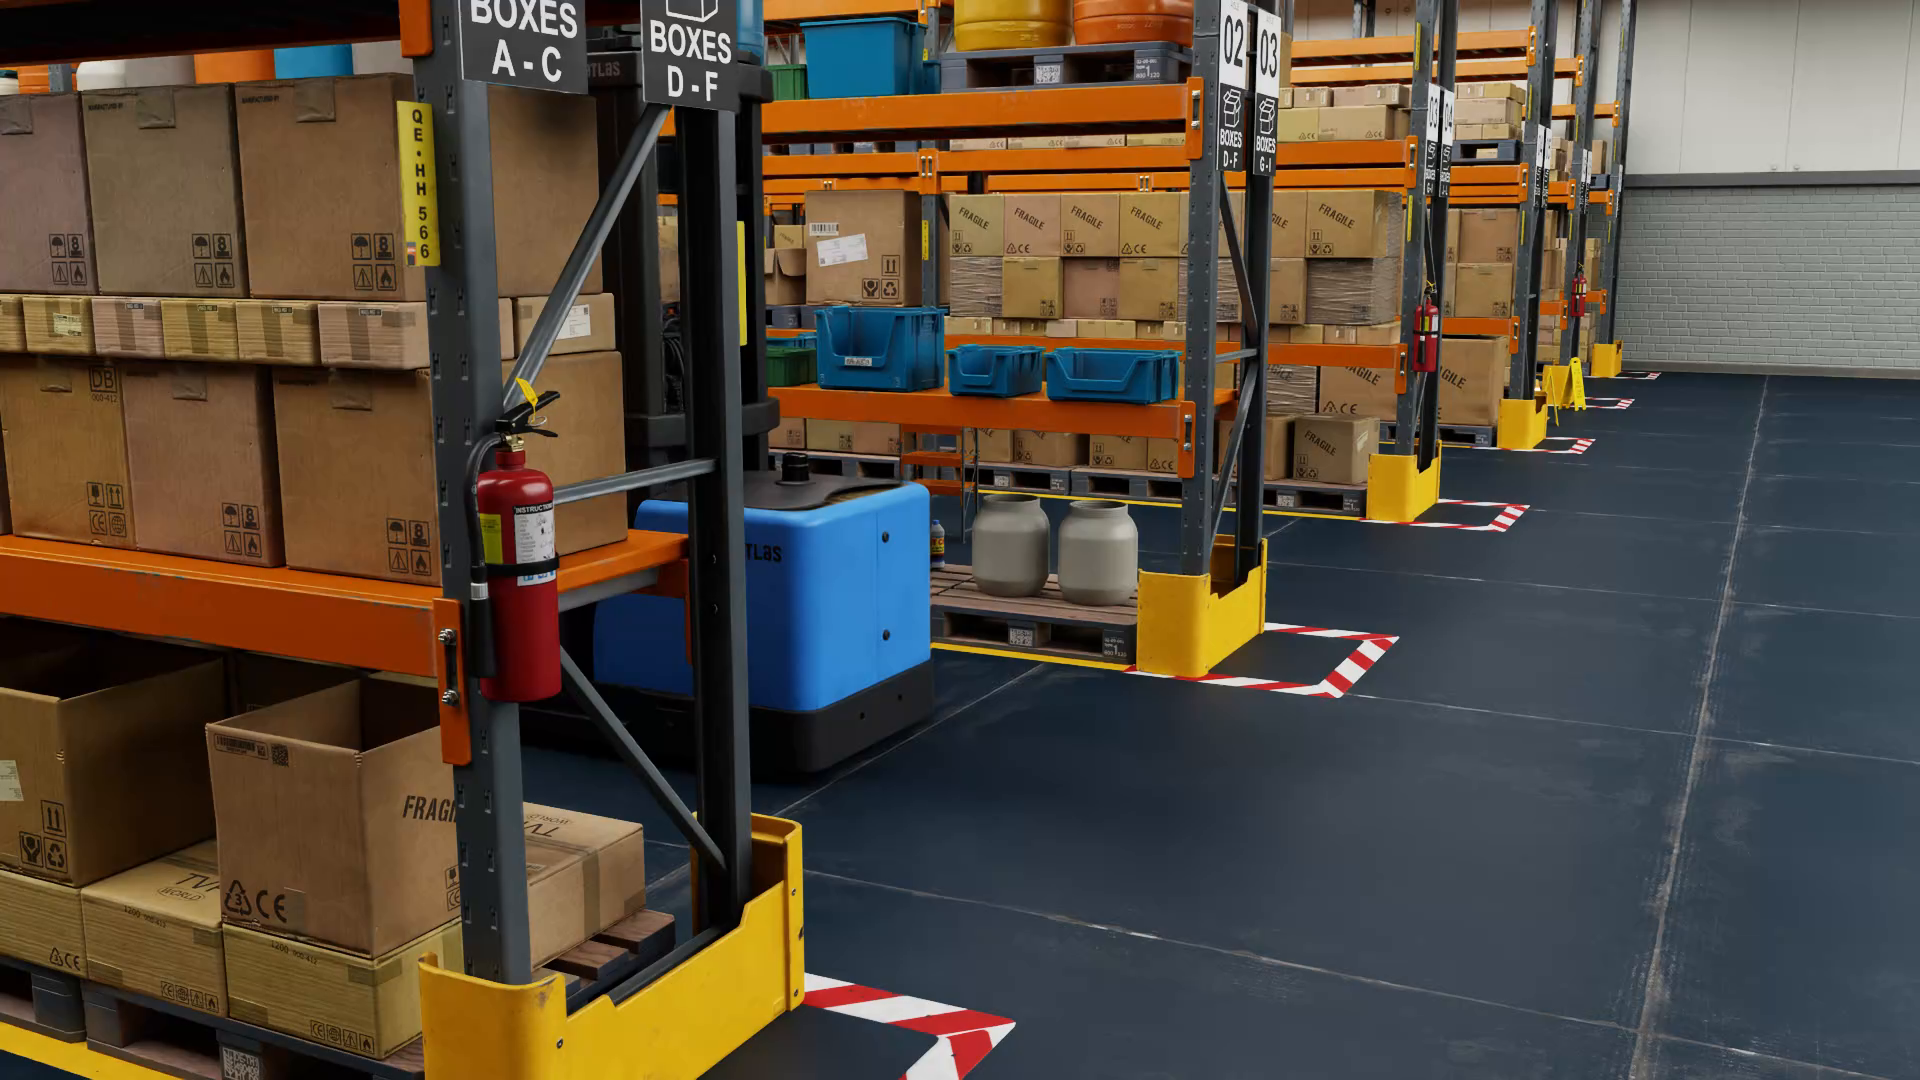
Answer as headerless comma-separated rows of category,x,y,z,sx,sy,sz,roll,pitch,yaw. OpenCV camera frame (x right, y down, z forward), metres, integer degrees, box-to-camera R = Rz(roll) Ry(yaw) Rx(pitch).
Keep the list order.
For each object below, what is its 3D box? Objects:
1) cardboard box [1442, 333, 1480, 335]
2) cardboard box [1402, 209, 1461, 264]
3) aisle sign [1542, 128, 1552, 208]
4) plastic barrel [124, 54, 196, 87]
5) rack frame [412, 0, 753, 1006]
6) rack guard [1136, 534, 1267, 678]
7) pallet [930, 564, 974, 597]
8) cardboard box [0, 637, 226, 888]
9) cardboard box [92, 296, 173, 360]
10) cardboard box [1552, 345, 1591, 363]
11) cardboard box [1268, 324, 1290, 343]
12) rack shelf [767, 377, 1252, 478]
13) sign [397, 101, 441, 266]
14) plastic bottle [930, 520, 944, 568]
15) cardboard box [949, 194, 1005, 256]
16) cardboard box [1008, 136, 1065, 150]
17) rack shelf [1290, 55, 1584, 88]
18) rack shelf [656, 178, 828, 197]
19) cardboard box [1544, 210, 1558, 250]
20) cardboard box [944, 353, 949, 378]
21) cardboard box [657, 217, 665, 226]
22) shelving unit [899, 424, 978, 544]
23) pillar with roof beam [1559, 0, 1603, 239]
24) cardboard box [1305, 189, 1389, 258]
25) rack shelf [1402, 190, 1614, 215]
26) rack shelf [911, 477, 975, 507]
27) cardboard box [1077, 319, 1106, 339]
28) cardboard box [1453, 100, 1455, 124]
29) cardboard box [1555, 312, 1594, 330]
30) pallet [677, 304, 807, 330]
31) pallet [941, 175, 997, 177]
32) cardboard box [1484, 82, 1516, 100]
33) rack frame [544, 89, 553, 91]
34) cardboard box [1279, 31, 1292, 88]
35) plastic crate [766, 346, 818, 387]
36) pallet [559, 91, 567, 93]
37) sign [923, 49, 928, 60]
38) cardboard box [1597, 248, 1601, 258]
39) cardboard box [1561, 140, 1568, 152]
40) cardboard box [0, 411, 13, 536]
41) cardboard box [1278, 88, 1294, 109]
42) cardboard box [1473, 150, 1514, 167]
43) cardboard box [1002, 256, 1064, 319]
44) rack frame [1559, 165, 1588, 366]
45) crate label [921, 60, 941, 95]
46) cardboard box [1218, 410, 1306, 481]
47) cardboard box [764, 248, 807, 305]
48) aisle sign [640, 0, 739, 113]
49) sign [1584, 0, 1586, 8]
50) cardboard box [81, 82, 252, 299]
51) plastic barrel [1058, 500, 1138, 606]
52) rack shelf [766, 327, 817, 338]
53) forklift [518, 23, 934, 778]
cardboard box,6.622,-2.572,21.952,0.500,0.500,0.500,6,12,28
cardboard box,4.976,-3.158,17.301,0.550,0.550,0.875,5,11,26
aisle sign,6.022,-3.810,17.059,0.004,0.787,0.394,5,11,26
plastic barrel,-5.185,-3.167,10.975,0.600,0.901,0.600,0,10,0
rack frame,-0.846,-0.122,3.983,0.127,3.000,1.000,5,11,26
rack guard,1.260,0.318,8.567,0.348,0.500,1.175,5,11,26
pallet,-0.557,0.299,9.484,1.213,0.211,1.003,5,11,26
cardboard box,-2.362,0.584,4.517,0.500,0.500,0.500,5,11,26
cardboard box,-1.963,-0.551,4.250,0.250,0.149,0.380,5,11,27
cardboard box,9.557,-2.920,25.984,0.500,0.250,0.500,5,11,26
cardboard box,2.505,-1.623,12.983,0.250,0.149,0.380,5,11,26
rack shelf,-0.445,-0.717,9.288,4.000,0.370,1.077,5,11,26
sign,-1.099,-0.723,3.386,0.005,0.325,0.100,5,11,26
plastic bottle,-0.139,0.020,9.621,0.097,0.271,0.097,0,10,0
cardboard box,0.244,-2.631,13.920,0.500,0.500,0.500,5,11,26
cardboard box,0.720,-3.304,13.563,0.500,0.250,0.500,5,11,25
rack shelf,6.131,-6.041,21.869,4.000,0.370,1.077,5,11,26
rack shelf,-3.142,-4.398,21.207,4.000,0.370,1.077,5,11,26
cardboard box,7.370,-3.980,21.374,0.500,0.500,0.700,5,11,24
cardboard box,-0.057,-2.088,19.980,0.750,0.750,1.050,5,11,27
cardboard box,-4.856,-5.207,27.168,0.250,0.149,0.380,5,11,24
shelving unit,-0.148,-0.603,11.695,0.503,1.200,0.258,5,11,26
pillar with roof beam,7.987,-6.543,22.616,0.400,9.000,9.100,5,11,26
cardboard box,2.938,-2.396,12.620,0.500,0.500,0.500,5,11,26
rack shelf,8.324,-5.360,26.518,4.000,0.370,1.077,5,11,26
rack shelf,-0.148,-0.342,11.743,0.480,0.148,0.258,5,11,26
cardboard box,1.145,-1.736,13.606,0.250,0.149,0.380,5,11,26
cardboard box,4.815,-4.326,16.915,0.500,0.250,0.500,5,11,26
cardboard box,9.567,-3.412,25.894,0.500,0.250,0.500,5,12,28
pallet,-1.841,-2.091,15.398,1.213,0.211,1.003,5,11,26
pallet,0.256,-4.372,19.571,1.213,0.211,1.003,6,12,28
cardboard box,5.373,-4.461,16.542,0.250,0.149,0.380,5,11,26
rack frame,-3.634,-5.287,15.672,0.127,3.000,1.000,5,11,26
cardboard box,2.328,-3.782,13.261,0.500,0.500,0.500,5,11,26
plastic crate,-1.146,-0.972,9.273,0.662,0.188,0.450,5,11,26
pallet,-1.548,-2.570,9.616,1.003,0.211,1.213,5,11,26
sign,-0.289,-3.855,13.626,0.005,0.325,0.100,5,11,26
cardboard box,9.929,-4.516,26.160,0.250,0.149,0.380,5,11,24
cardboard box,7.697,-5.092,21.488,0.250,0.149,0.380,5,11,25
cardboard box,-2.649,-0.332,4.861,0.500,0.500,0.700,5,12,28
cardboard box,2.442,-3.334,12.607,0.250,0.149,0.380,5,11,26
cardboard box,6.902,-4.875,21.405,0.500,0.250,0.500,5,11,25
cardboard box,0.762,-2.125,13.930,0.500,0.500,0.875,5,11,26
rack frame,7.925,-3.287,21.469,0.127,3.000,1.000,5,11,26
crate label,-0.184,-2.516,9.205,0.408,0.251,0.502,5,11,26
cardboard box,2.436,-0.774,13.425,0.500,0.500,0.500,9,14,41
cardboard box,-1.642,-2.399,15.092,0.637,0.503,0.797,6,12,32
aisle sign,-0.652,-1.445,3.994,0.004,0.787,0.394,5,11,26
sign,7.661,-6.689,20.356,0.005,0.325,0.100,5,11,26
cardboard box,-1.781,-0.893,4.321,0.500,0.500,0.700,5,11,24
plastic barrel,0.725,0.065,8.756,0.421,0.512,0.421,0,10,0
rack shelf,-1.841,-1.823,15.400,4.000,0.370,1.077,5,11,26
forklift,-1.657,-0.679,7.255,3.031,2.935,1.130,5,12,28
